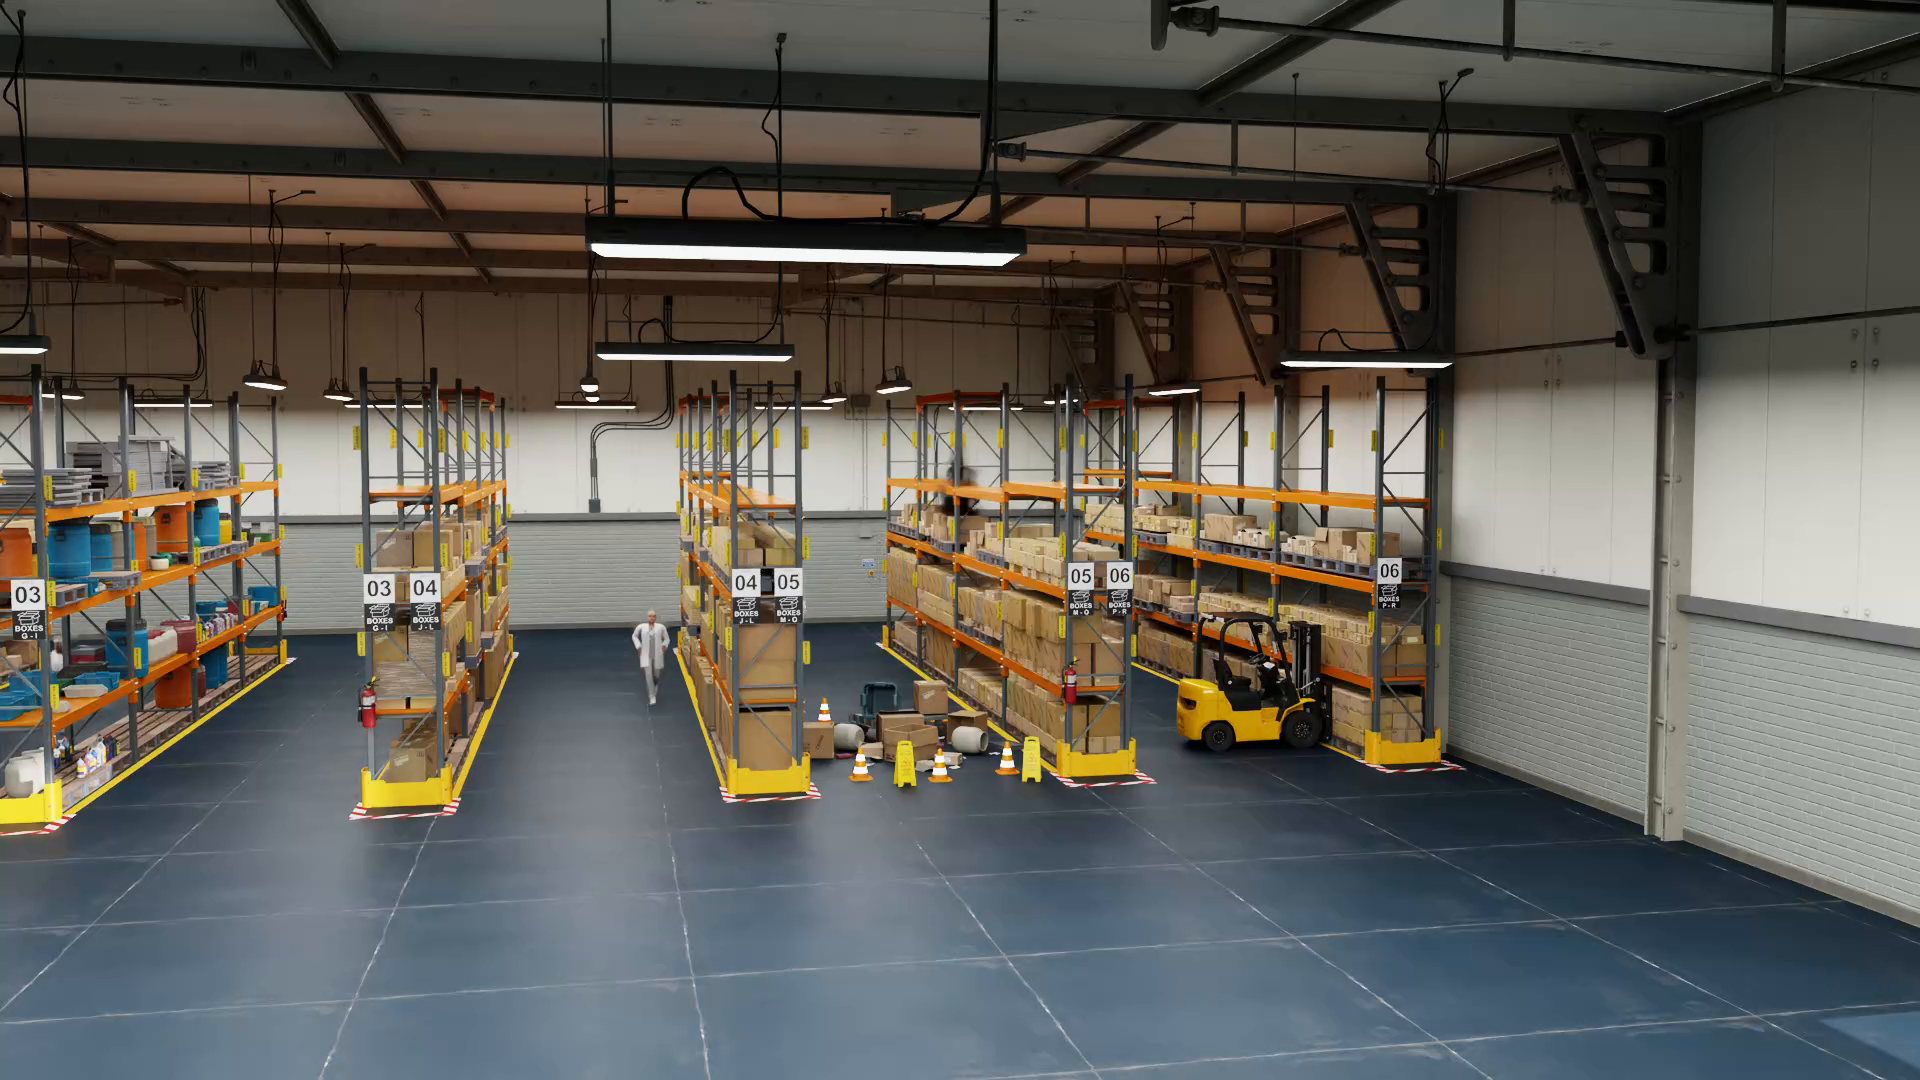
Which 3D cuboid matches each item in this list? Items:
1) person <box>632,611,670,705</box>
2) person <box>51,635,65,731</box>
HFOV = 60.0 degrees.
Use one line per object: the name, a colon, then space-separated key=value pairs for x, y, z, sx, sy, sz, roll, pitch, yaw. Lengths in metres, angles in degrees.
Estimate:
person: x=-5.929 y=2.237 z=31.928 sx=0.711 sy=1.769 sz=0.899 roll=-1 pitch=4 yaw=-14
person: x=-15.421 y=2.459 z=28.494 sx=0.628 sy=1.670 sz=0.536 roll=-1 pitch=3 yaw=-9
